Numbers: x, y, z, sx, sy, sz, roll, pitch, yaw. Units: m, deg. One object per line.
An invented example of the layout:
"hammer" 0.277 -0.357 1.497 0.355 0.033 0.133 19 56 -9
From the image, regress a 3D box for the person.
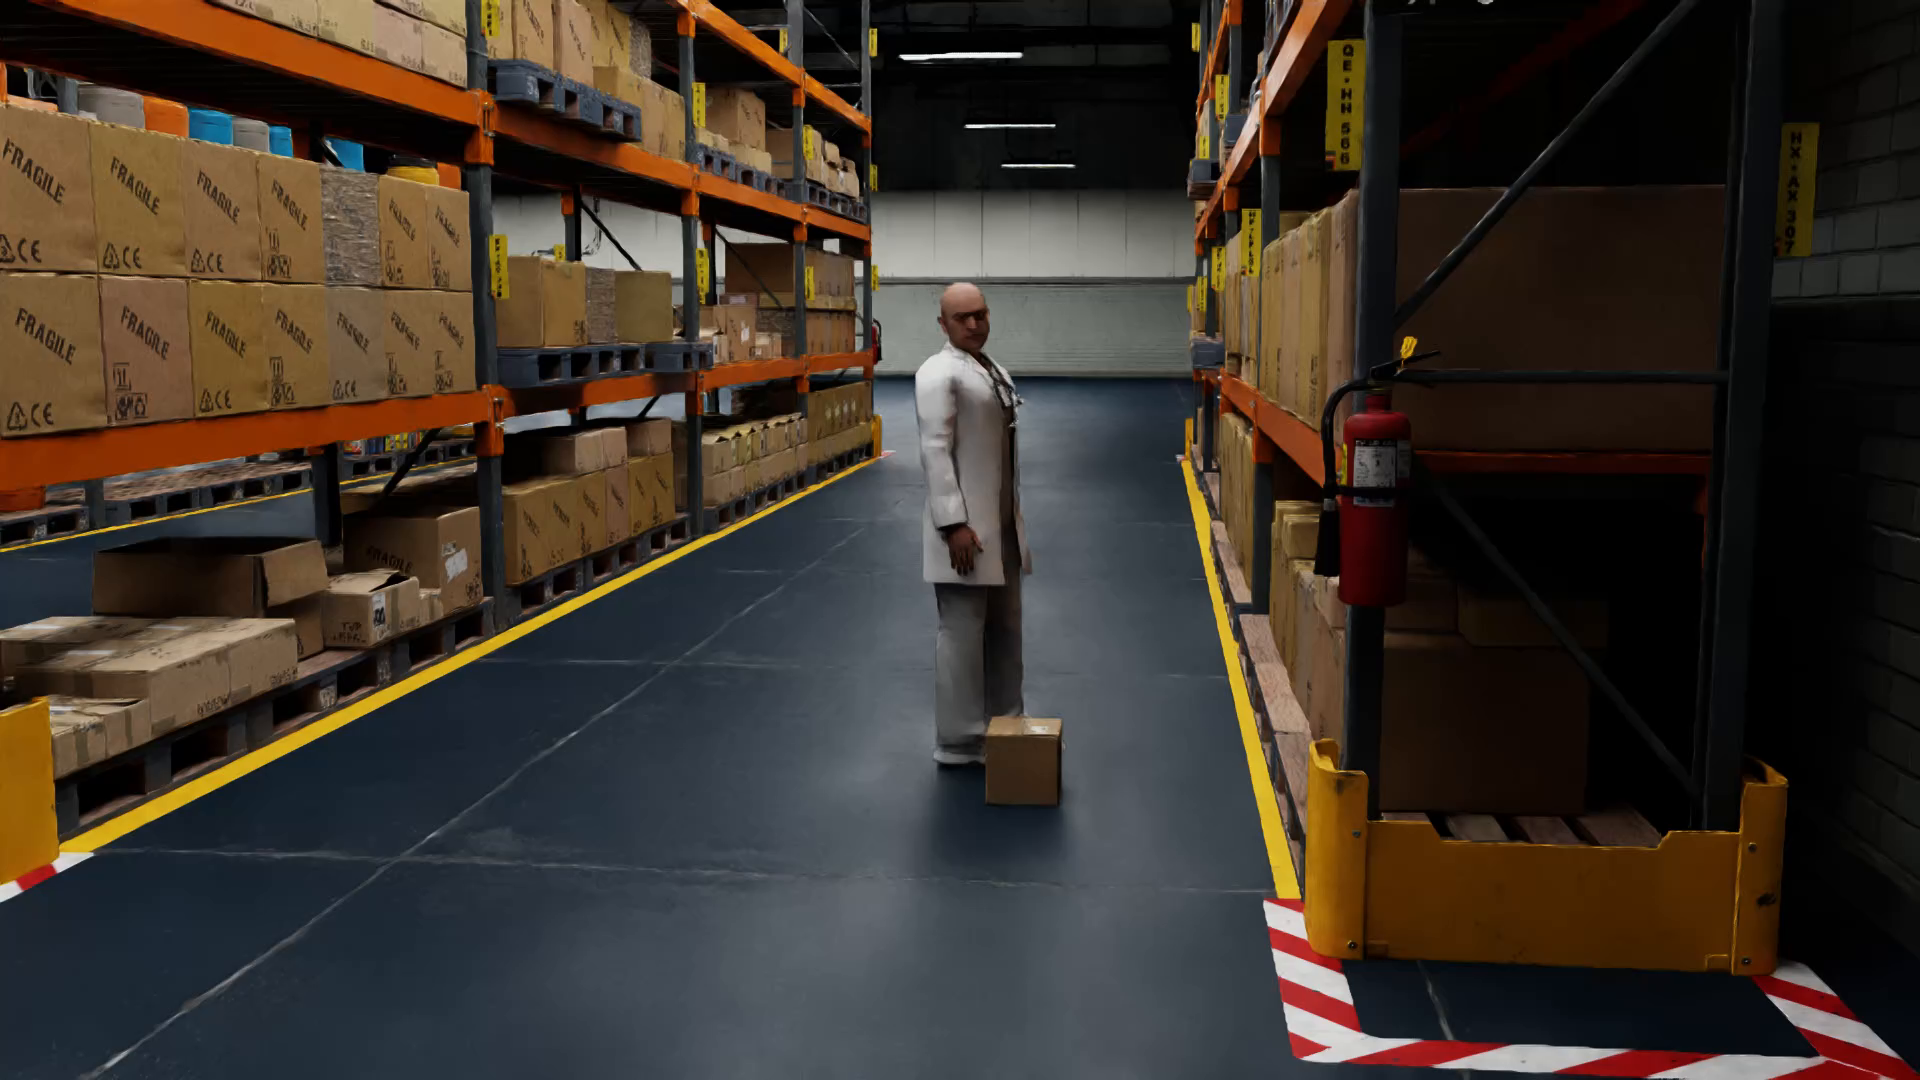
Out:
"person" 0.116 -0.059 6.198 0.473 1.788 0.635 4 9 29
